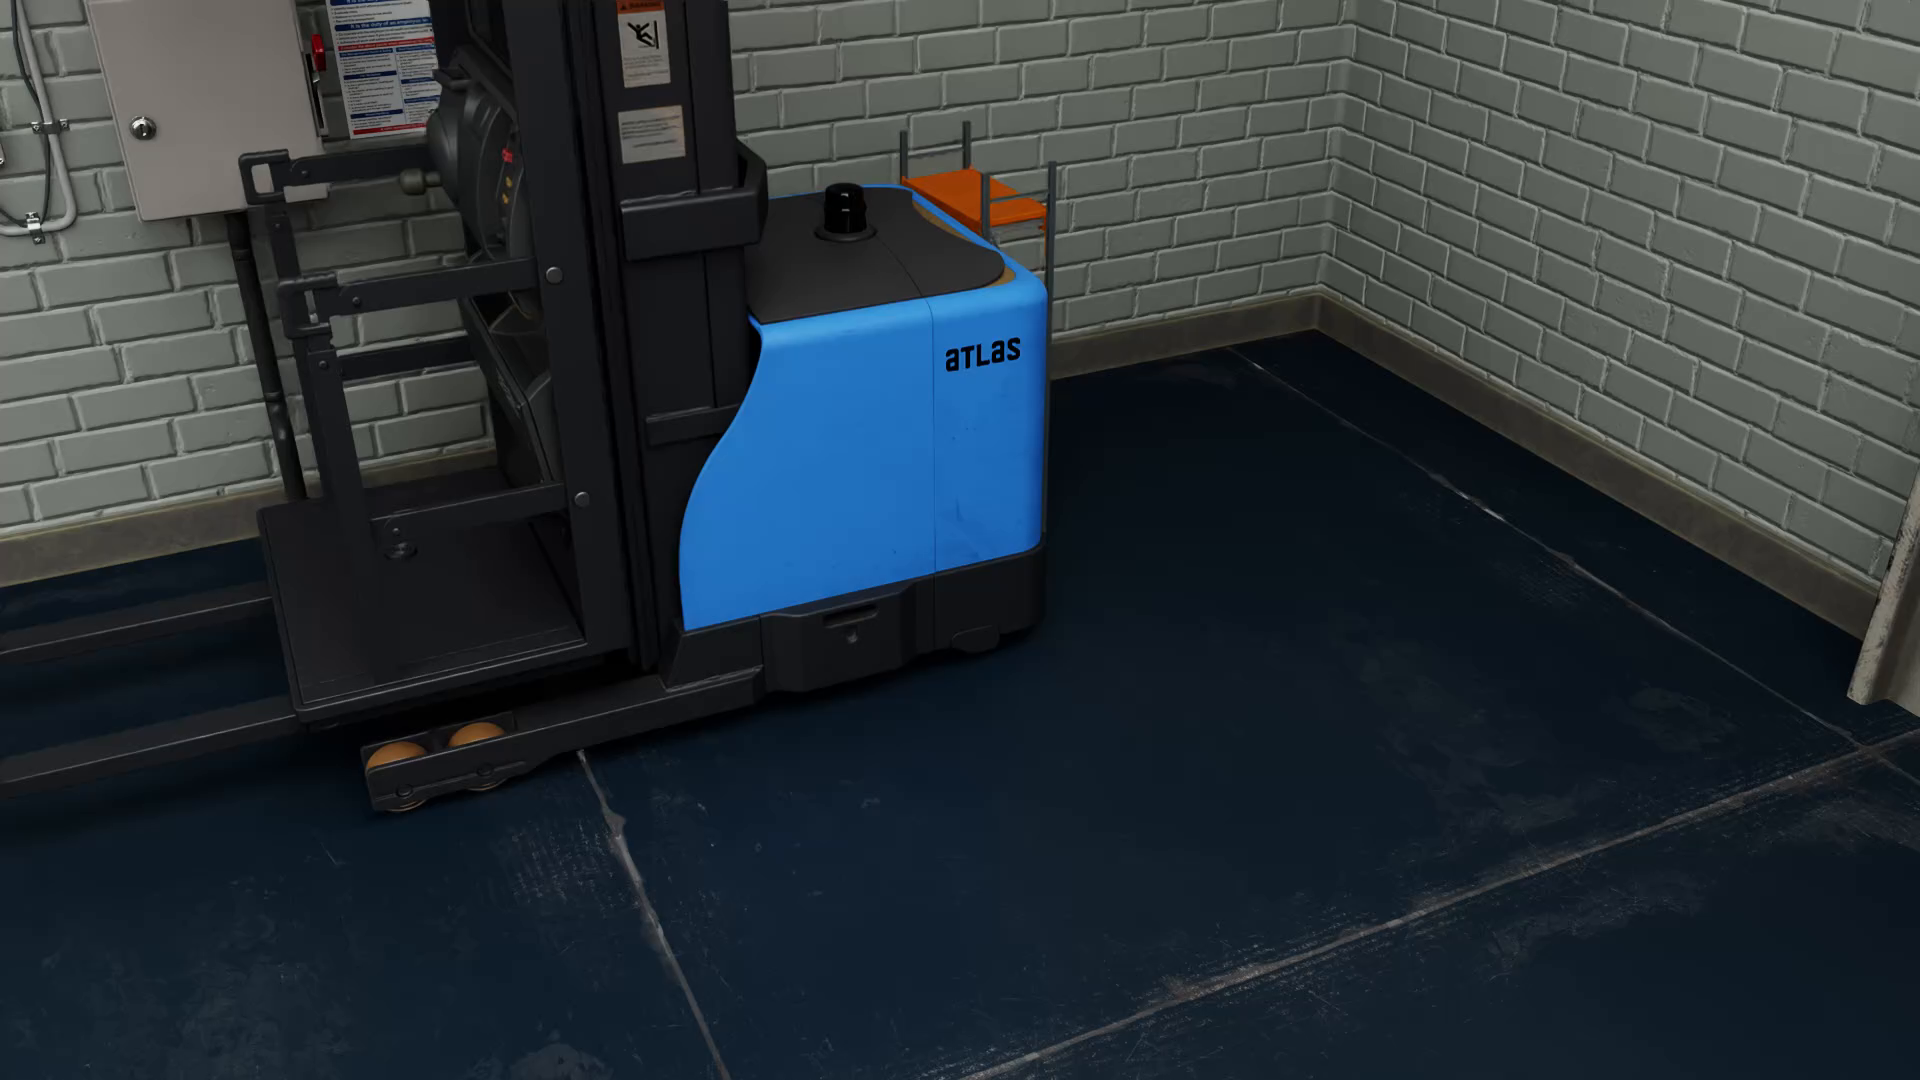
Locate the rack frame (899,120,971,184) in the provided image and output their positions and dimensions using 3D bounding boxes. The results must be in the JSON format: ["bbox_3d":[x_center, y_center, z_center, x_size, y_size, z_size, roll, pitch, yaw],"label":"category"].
[{"bbox_3d":[-0.074,-0.728,5.322,0.240,1.200,0.015,-15,33,-25],"label":"rack frame"}]

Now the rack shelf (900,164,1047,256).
[{"bbox_3d":[0.046,-0.967,4.944,0.258,0.148,0.480,-15,33,-25],"label":"rack shelf"}]

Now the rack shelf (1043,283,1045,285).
[{"bbox_3d":[0.046,-0.761,5.060,0.258,0.148,0.480,-15,33,-25],"label":"rack shelf"}]

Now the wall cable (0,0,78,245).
[{"bbox_3d":[-2.684,-1.642,4.073,0.588,1.984,0.122,-13,32,-22],"label":"wall cable"}]

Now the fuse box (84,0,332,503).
[{"bbox_3d":[-2.000,-0.711,4.768,0.539,1.711,0.414,-13,32,-22],"label":"fuse box"}]

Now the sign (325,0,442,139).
[{"bbox_3d":[-1.642,-1.427,4.824,0.329,0.494,0.001,-13,32,-22],"label":"sign"}]

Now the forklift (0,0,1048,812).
[{"bbox_3d":[-1.320,-0.910,3.876,3.031,2.935,1.130,-13,32,-21],"label":"forklift"}]

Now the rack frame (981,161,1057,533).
[{"bbox_3d":[0.166,-0.520,4.951,0.240,1.200,0.015,-15,33,-25],"label":"rack frame"}]

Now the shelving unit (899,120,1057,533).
[{"bbox_3d":[0.046,-0.624,5.136,0.258,1.200,0.503,-15,33,-25],"label":"shelving unit"}]
